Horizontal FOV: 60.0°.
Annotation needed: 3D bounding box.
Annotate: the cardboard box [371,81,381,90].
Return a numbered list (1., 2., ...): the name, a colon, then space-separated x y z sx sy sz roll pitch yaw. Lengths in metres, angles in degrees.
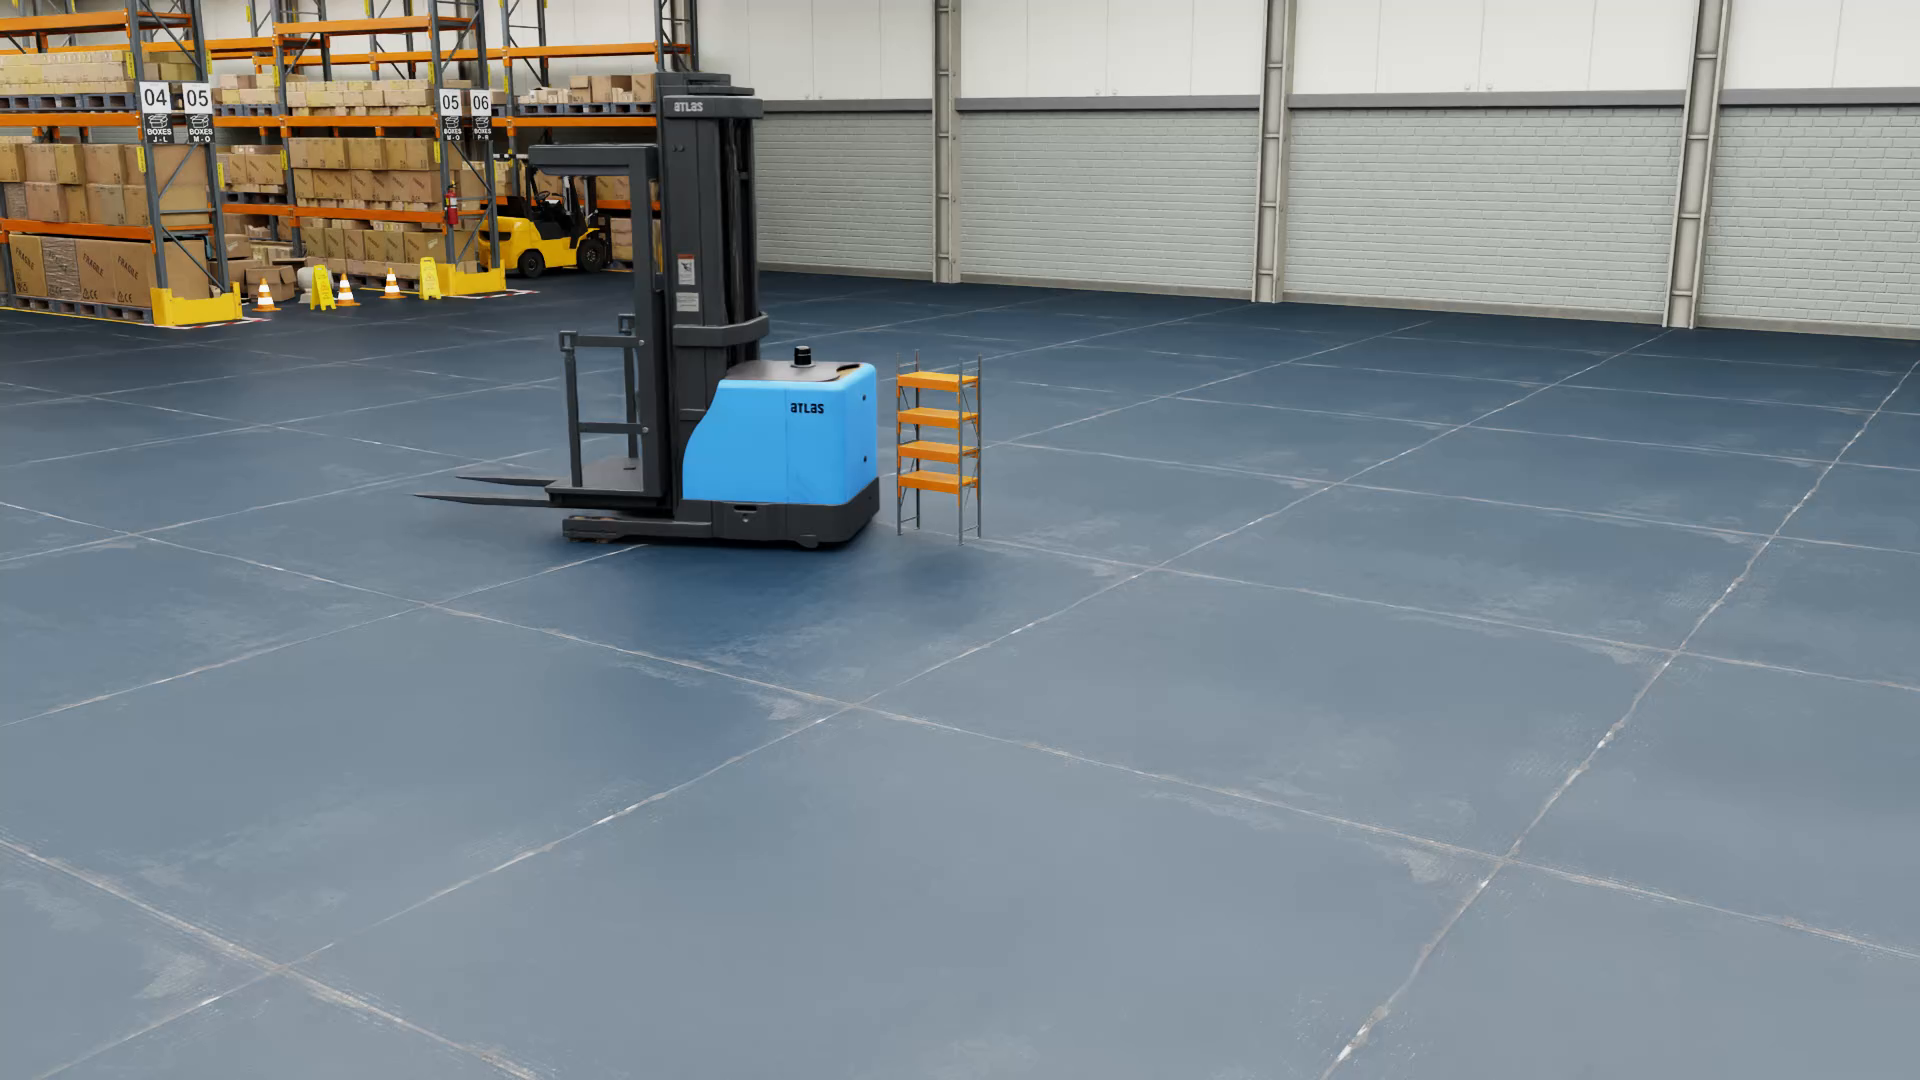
1. cardboard box: -9.339 -7.391 27.058 0.250 0.149 0.380 9 16 31

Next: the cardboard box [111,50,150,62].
1. cardboard box: -11.044 -6.442 22.144 0.250 0.149 0.380 9 17 33

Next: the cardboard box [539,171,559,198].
1. cardboard box: -7.784 -6.889 32.200 0.500 0.500 0.500 10 17 34

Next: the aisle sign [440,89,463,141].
1. aisle sign: -8.007 -6.687 26.185 0.004 0.787 0.394 9 17 33

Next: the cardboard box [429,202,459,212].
1. cardboard box: -8.326 -5.377 26.825 0.250 0.149 0.380 10 17 35

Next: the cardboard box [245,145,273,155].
1. cardboard box: -12.304 -6.846 29.187 0.250 0.149 0.380 9 16 31

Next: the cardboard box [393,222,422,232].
1. cardboard box: -9.049 -5.131 27.245 0.250 0.149 0.380 10 17 34

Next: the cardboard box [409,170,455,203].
1. cardboard box: -8.500 -5.702 26.789 0.500 0.500 0.500 9 16 32

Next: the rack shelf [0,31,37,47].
1. rack shelf: -15.554 -7.664 25.387 4.000 0.370 1.077 9 17 33

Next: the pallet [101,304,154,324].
1. pallet: -11.282 -3.229 23.428 1.213 0.211 1.003 9 17 33

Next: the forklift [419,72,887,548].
1. forklift: -2.066 -1.520 10.864 3.031 2.935 1.130 2 14 10

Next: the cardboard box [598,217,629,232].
1. cardboard box: -6.537 -5.969 31.460 0.500 0.250 0.500 9 17 34

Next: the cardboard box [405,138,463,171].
1. cardboard box: -8.442 -6.195 26.698 0.500 0.500 0.700 9 16 31

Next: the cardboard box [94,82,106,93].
1. cardboard box: -11.462 -6.123 22.513 0.250 0.149 0.380 9 17 34

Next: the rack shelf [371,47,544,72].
1. rack shelf: -10.108 -9.655 33.429 4.000 0.370 1.077 9 17 33

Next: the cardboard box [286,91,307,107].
1. cardboard box: -11.003 -7.442 28.095 0.500 0.250 0.500 9 16 32

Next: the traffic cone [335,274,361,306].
1. traffic cone: -9.310 -3.794 25.185 0.334 0.463 0.336 9 17 33

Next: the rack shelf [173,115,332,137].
1. rack shelf: -12.875 -7.403 29.741 4.000 0.370 1.077 9 17 33

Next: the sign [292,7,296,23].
1. sign: -14.782 -11.645 36.864 0.005 0.325 0.100 9 17 33

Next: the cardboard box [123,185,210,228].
1. cardboard box: -10.908 -4.605 22.869 0.550 0.550 0.875 9 17 33

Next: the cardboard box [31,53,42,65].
1. cardboard box: -12.725 -6.714 23.242 0.250 0.149 0.380 9 17 33

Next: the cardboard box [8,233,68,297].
1. cardboard box: -13.411 -4.102 24.698 0.875 0.875 0.875 9 17 34

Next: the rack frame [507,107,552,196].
1. rack frame: -8.448 -7.018 32.932 0.127 3.000 1.000 9 17 33

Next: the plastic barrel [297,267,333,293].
1. plastic barrel: -10.455 -4.216 26.974 0.512 0.421 0.421 -4 14 -16

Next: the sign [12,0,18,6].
1. sign: -18.184 -10.436 31.980 0.005 0.325 0.100 9 17 33

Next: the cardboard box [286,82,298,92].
1. cardboard box: -11.136 -7.642 28.072 0.250 0.149 0.380 9 16 32

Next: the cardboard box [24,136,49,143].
1. cardboard box: -18.287 -7.927 32.966 0.250 0.149 0.380 9 16 32

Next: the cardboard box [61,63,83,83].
1. cardboard box: -11.968 -6.416 22.867 0.500 0.250 0.500 9 17 32

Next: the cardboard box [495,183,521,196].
1. cardboard box: -9.012 -6.961 33.012 0.500 0.250 0.500 10 17 34

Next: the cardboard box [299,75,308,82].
1. cardboard box: -11.896 -8.081 29.380 0.500 0.250 0.500 9 16 32

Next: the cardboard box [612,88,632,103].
1. cardboard box: -6.197 -8.210 30.700 0.258 0.266 0.396 9 17 33

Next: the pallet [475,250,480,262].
1. pallet: -9.081 -5.756 33.635 1.213 0.211 1.003 9 17 33

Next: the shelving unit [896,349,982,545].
1. shelving unit: -0.137 -0.605 10.769 0.503 1.200 0.258 9 17 33

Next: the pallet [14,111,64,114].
1. pallet: -18.527 -8.626 33.368 1.213 0.211 1.003 9 17 33

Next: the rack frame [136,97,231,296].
1. rack frame: -10.575 -4.491 22.723 0.127 3.000 1.000 9 17 33

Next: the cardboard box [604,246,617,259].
1. cardboard box: -6.513 -5.488 31.600 0.500 0.250 0.500 9 17 33

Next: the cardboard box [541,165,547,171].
1. cardboard box: -7.883 -7.223 32.200 0.250 0.149 0.380 9 17 33

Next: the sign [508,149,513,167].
1. sign: -8.743 -7.432 32.360 0.005 0.325 0.100 9 17 33

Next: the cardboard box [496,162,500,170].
1. cardboard box: -9.080 -7.414 32.973 0.250 0.149 0.380 9 16 32

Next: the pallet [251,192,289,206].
1. pallet: -11.768 -6.066 29.486 1.213 0.211 1.003 9 17 33

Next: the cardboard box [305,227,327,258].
1. cardboard box: -10.877 -5.128 28.584 0.500 0.500 0.500 10 17 35

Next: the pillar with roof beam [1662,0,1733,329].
1. pillar with roof beam: 7.329 -6.395 17.928 0.400 9.000 9.100 9 17 33

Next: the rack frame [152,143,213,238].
1. rack frame: -14.535 -6.564 31.099 0.127 3.000 1.000 9 17 33

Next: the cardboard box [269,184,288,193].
1. cardboard box: -11.796 -6.124 28.968 0.250 0.149 0.380 9 17 34

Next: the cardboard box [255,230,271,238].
1. cardboard box: -15.713 -6.927 37.623 0.250 0.149 0.380 9 16 31

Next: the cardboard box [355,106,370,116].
1. cardboard box: -9.648 -7.015 27.199 0.250 0.149 0.380 9 16 32

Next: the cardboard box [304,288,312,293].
1. cardboard box: -10.111 -3.881 26.190 0.380 0.149 0.250 -7 15 -25

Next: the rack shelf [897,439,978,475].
1. rack shelf: -0.137 -0.539 10.785 0.480 0.148 0.258 9 17 33

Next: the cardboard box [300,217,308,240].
1. cardboard box: -14.363 -6.902 36.792 0.500 0.500 0.500 9 16 32

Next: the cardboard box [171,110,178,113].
1. cardboard box: -14.156 -7.845 30.309 0.258 0.266 0.396 9 17 33

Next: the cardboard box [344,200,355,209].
1. cardboard box: -10.077 -5.626 27.832 0.250 0.149 0.380 9 17 33

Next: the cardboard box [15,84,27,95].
1. cardboard box: -13.152 -6.396 23.615 0.250 0.149 0.380 9 16 32
